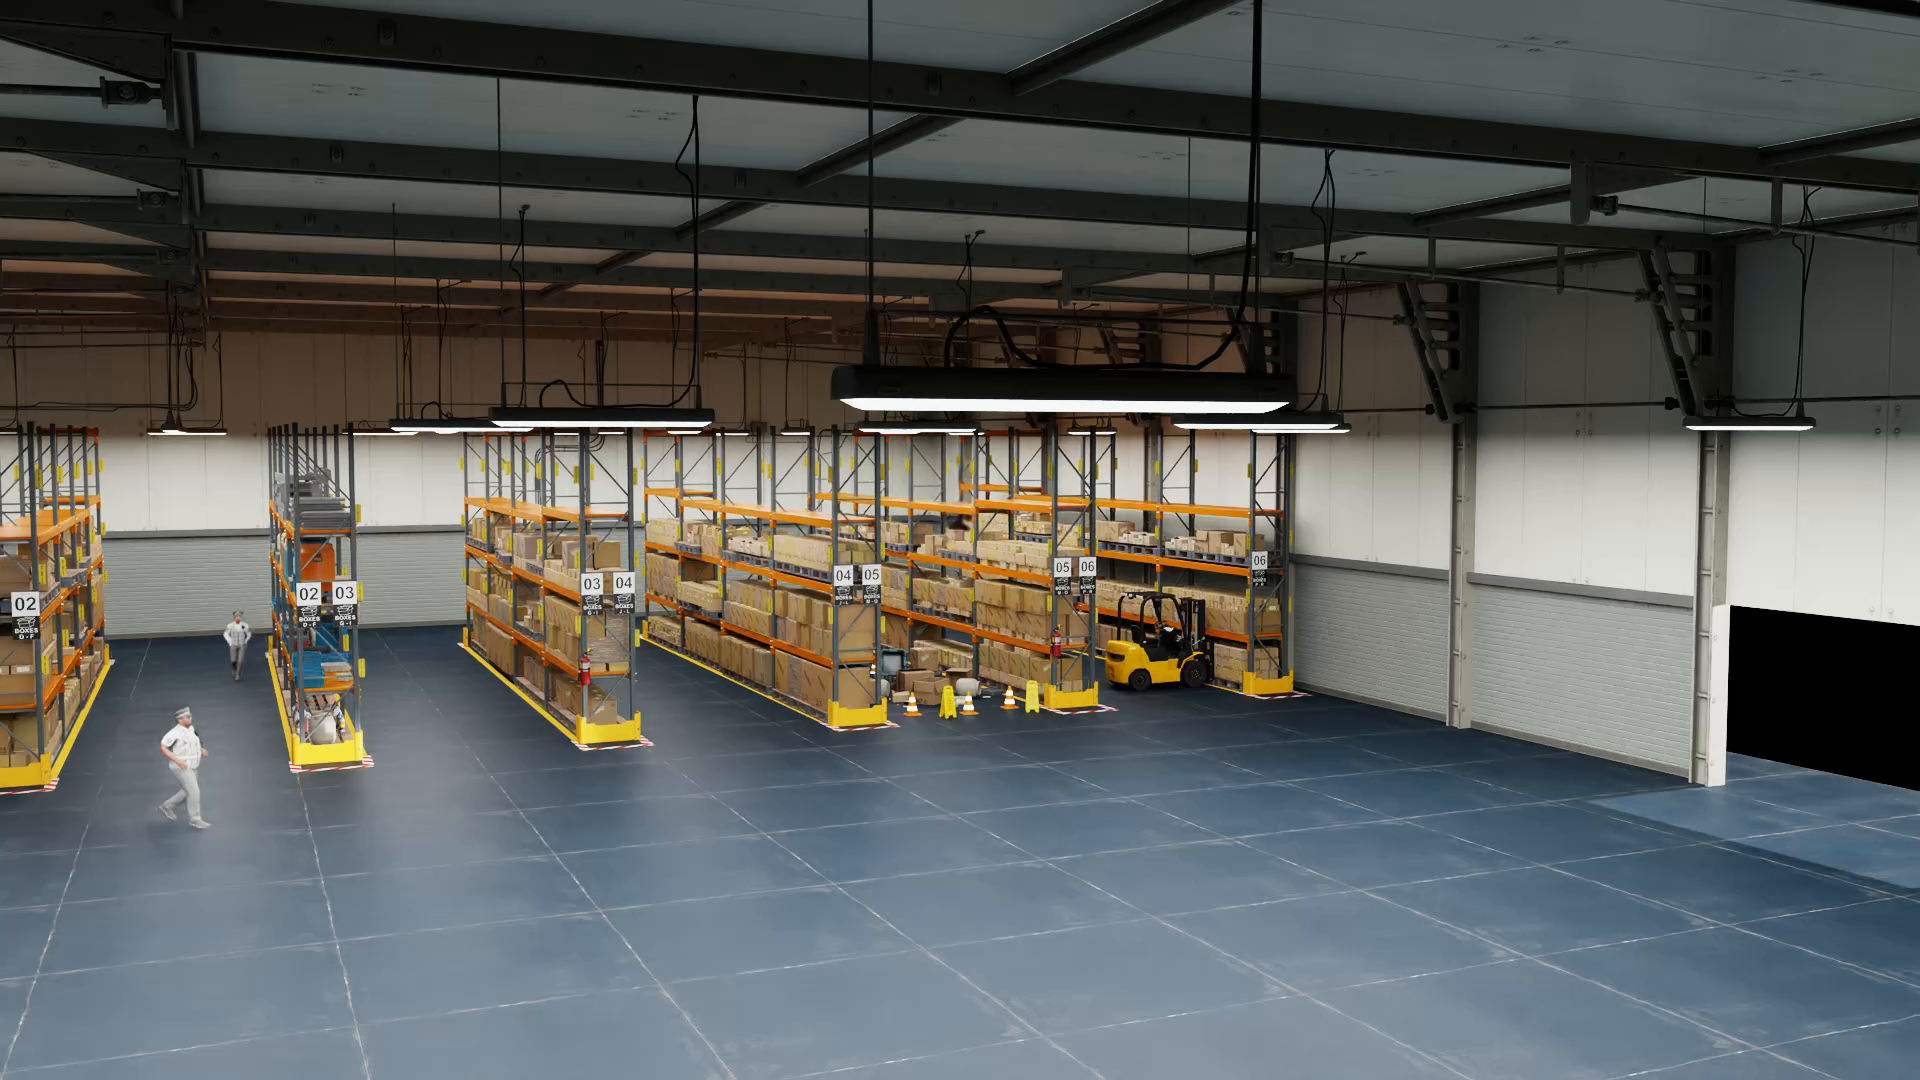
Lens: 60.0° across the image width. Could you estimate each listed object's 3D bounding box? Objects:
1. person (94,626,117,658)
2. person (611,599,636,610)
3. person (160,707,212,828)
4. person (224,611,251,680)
[{"bbox_3d":[-22.403,2.273,43.058,1.003,1.606,0.614,0,3,-2],"label":"person"},{"bbox_3d":[-9.129,2.088,45.020,0.717,1.791,1.043,-1,4,-18],"label":"person"},{"bbox_3d":[-11.432,3.344,24.479,0.802,1.790,0.666,0,3,1],"label":"person"},{"bbox_3d":[-17.091,2.487,39.366,0.595,1.646,0.539,-2,4,-25],"label":"person"}]
